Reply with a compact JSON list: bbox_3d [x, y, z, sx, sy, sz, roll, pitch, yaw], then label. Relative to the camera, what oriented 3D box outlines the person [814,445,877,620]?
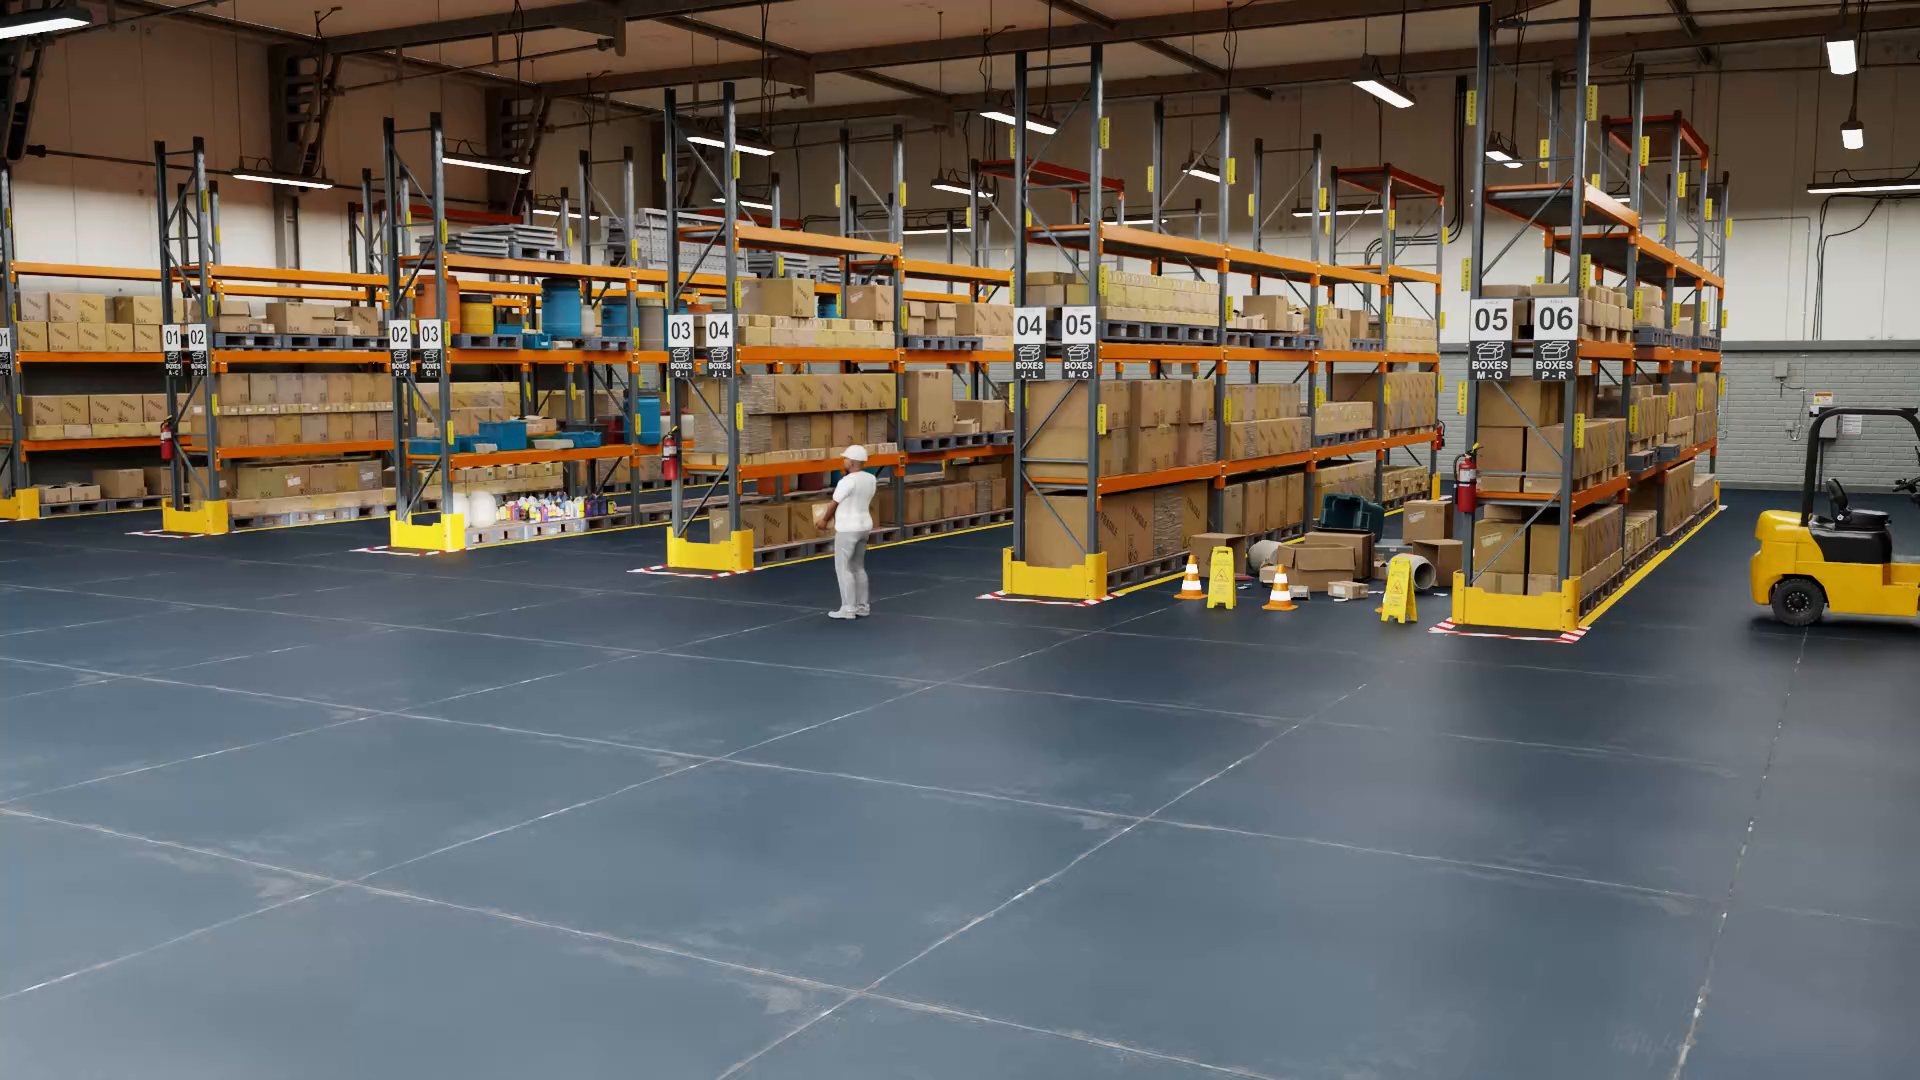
[{"bbox_3d":[-1.178,-0.091,16.934,0.577,1.760,0.503,3,7,30],"label":"person"}]
